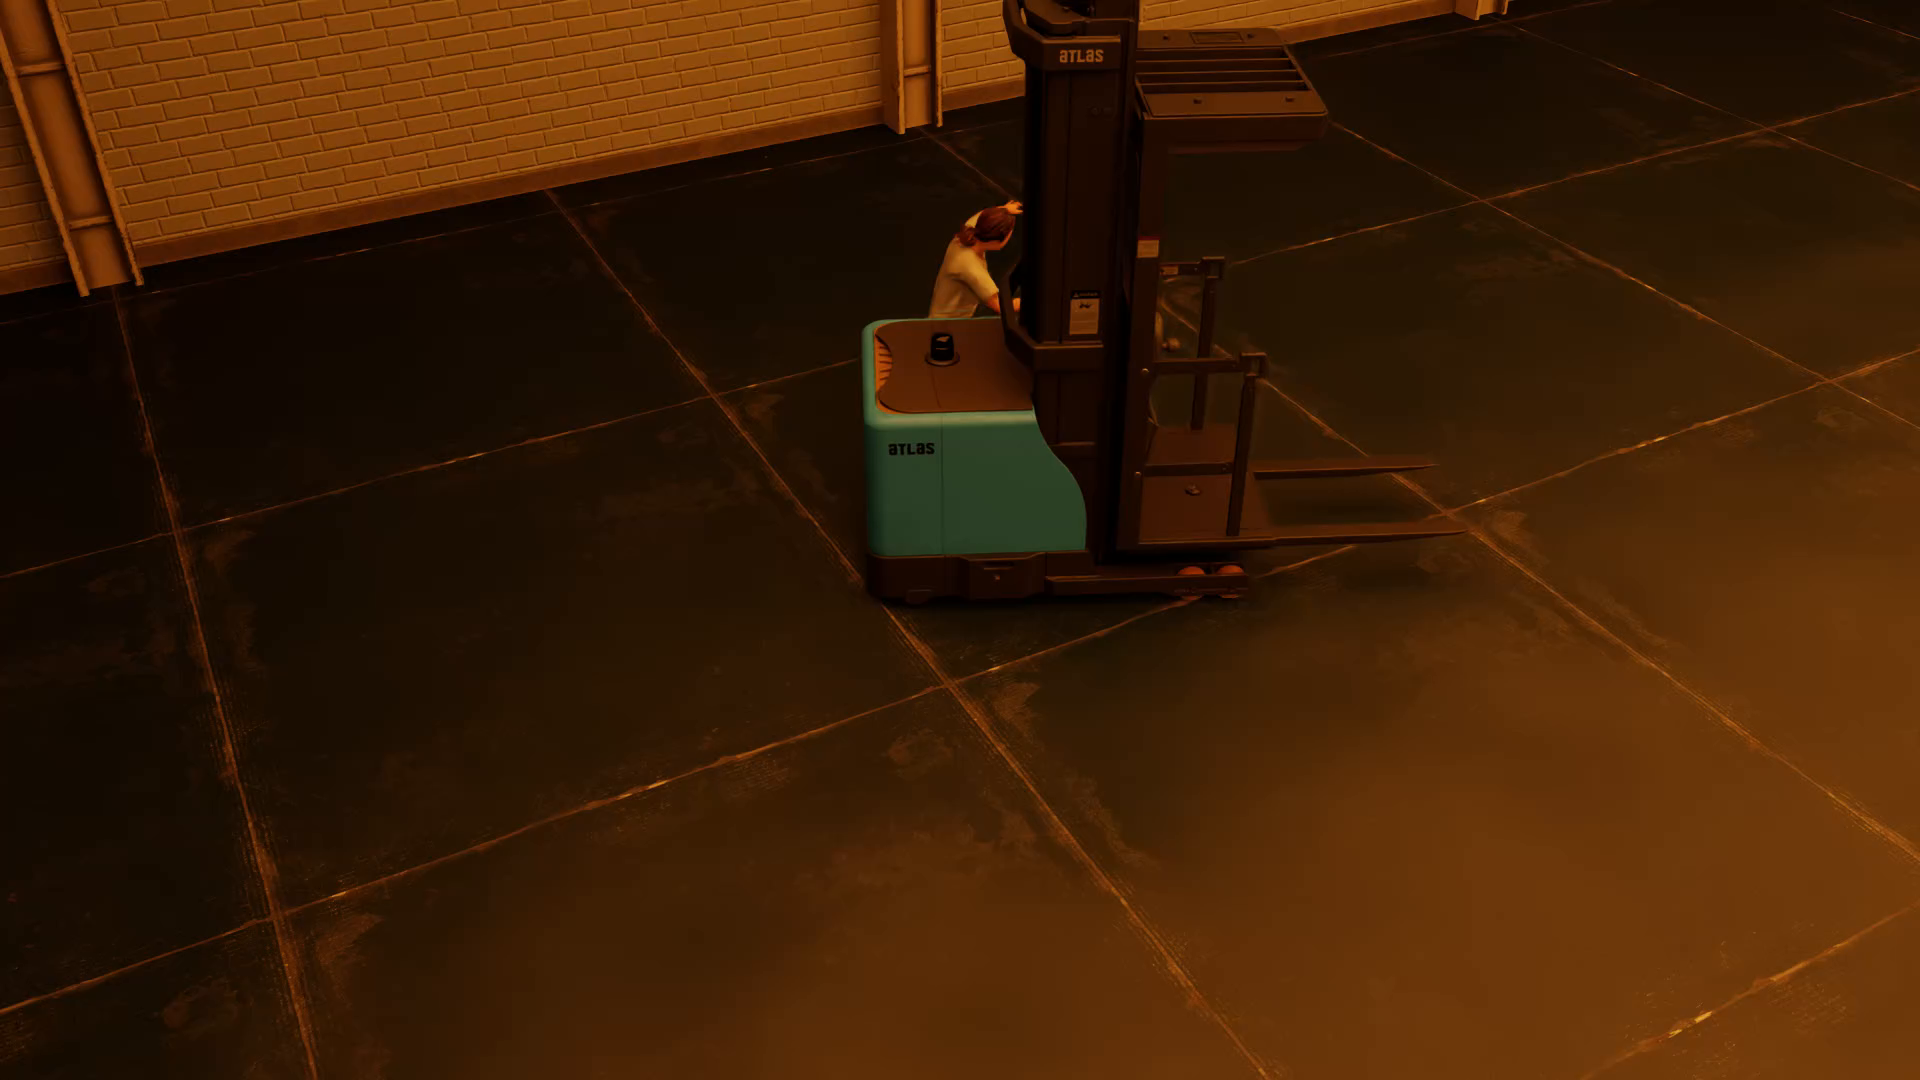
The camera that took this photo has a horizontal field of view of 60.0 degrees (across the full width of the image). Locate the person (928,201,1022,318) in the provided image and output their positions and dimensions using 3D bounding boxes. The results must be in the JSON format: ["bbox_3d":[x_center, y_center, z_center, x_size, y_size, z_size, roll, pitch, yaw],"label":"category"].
[{"bbox_3d":[0.187,-1.205,9.105,0.732,1.328,1.499,1,35,2],"label":"person"}]

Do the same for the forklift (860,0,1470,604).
[{"bbox_3d":[1.029,-1.204,7.826,3.031,2.935,1.130,-2,35,-3],"label":"forklift"}]
